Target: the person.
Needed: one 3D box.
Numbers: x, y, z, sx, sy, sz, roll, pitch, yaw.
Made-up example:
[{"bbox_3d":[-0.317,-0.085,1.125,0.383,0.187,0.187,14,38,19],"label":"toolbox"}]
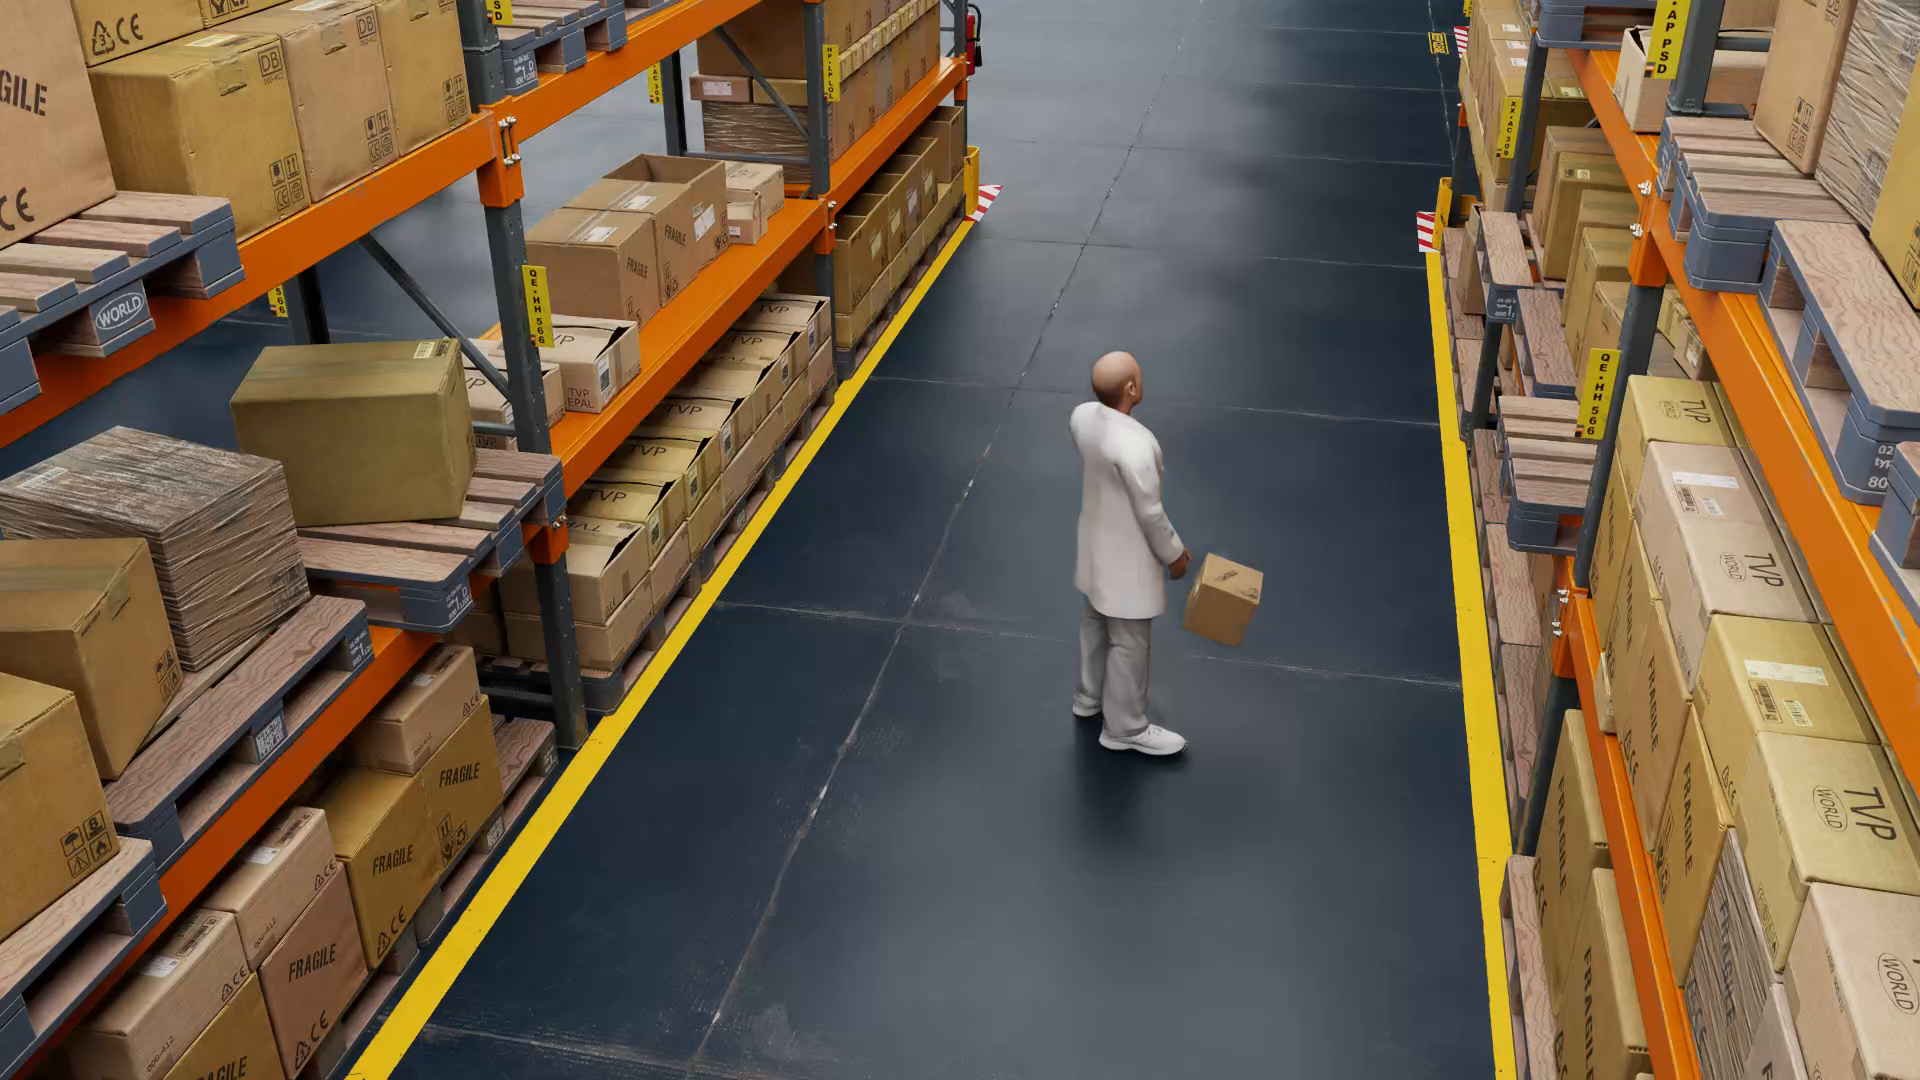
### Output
[{"bbox_3d":[0.715,0.040,7.026,0.422,1.789,0.622,-12,31,-21],"label":"person"}]
